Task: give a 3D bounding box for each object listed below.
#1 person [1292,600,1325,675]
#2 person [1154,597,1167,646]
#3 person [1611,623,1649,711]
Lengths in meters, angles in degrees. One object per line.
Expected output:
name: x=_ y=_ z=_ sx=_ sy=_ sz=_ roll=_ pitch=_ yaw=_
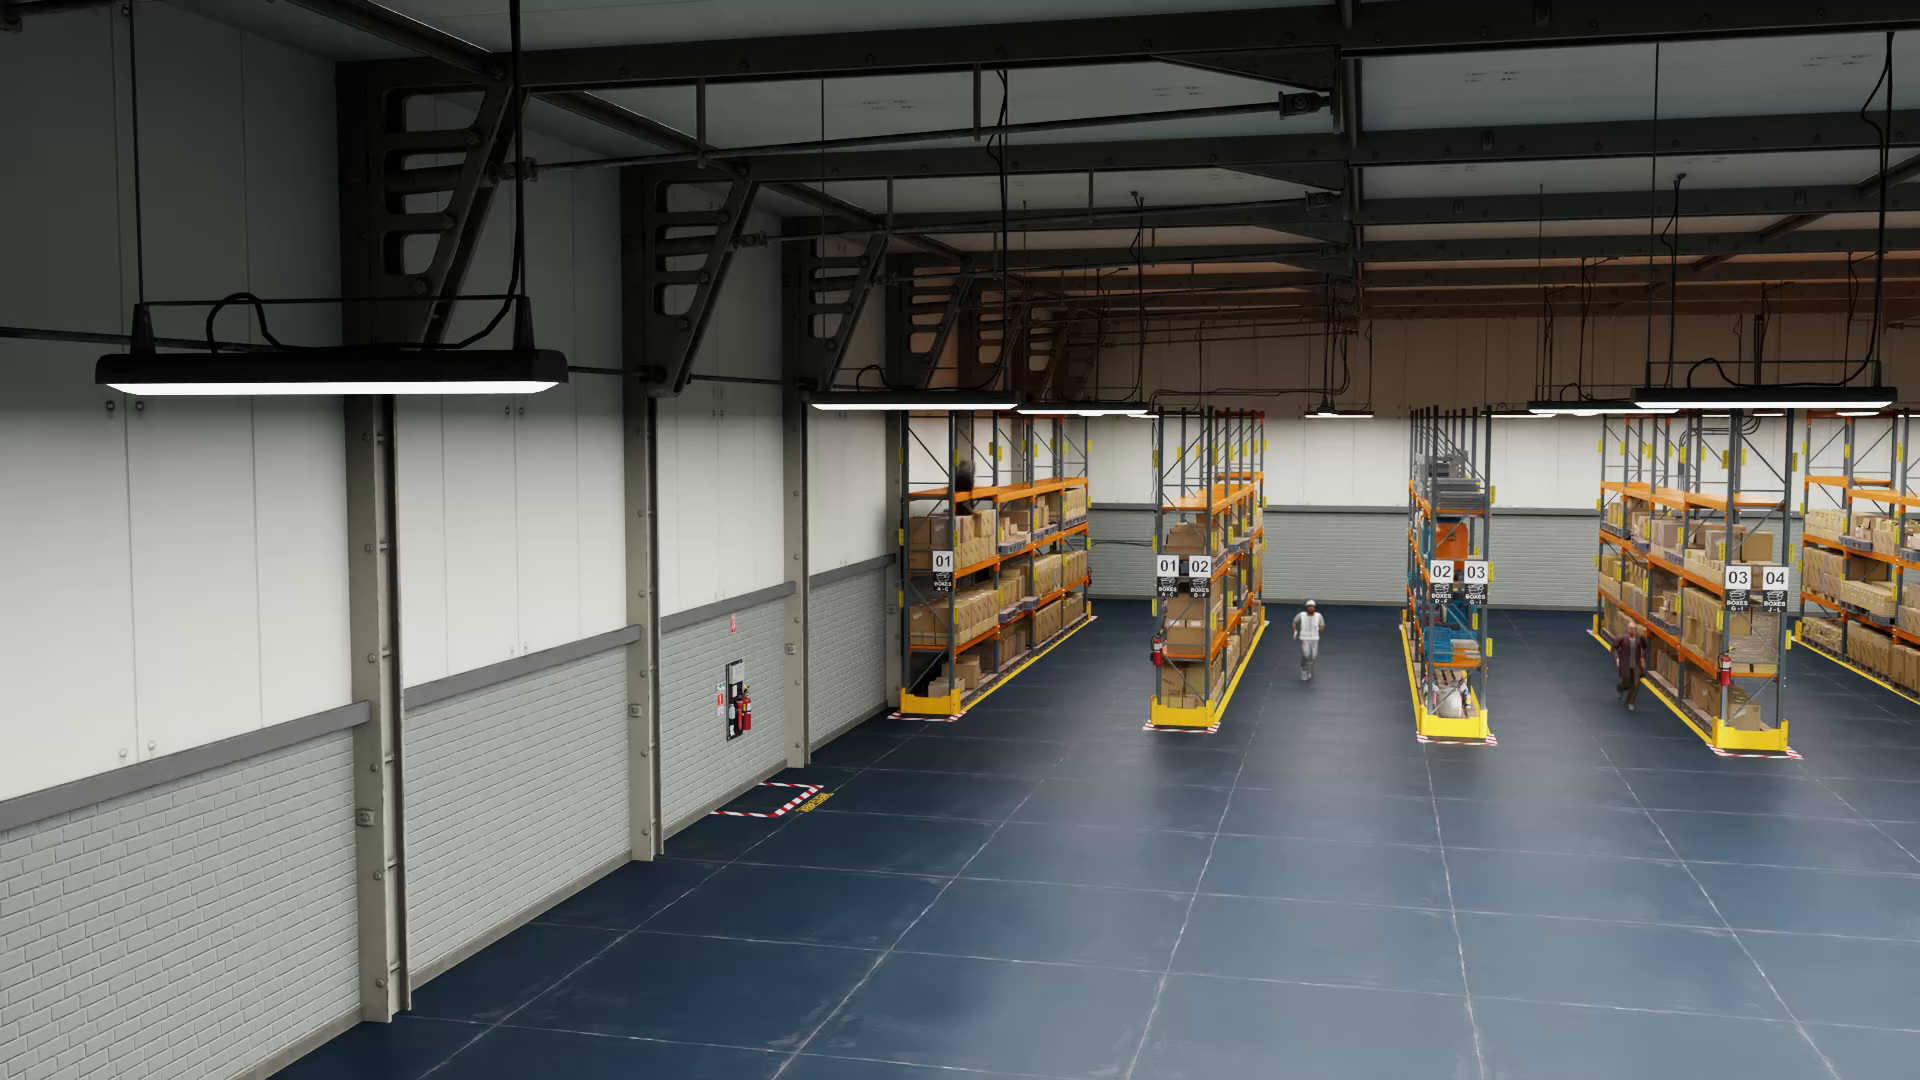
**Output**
person: x=7.677 y=2.157 z=36.496 sx=0.646 sy=1.673 sz=0.695 roll=0 pitch=4 yaw=-3
person: x=5.140 y=2.003 z=41.798 sx=0.531 sy=1.379 sz=1.050 roll=2 pitch=5 yaw=29
person: x=13.361 y=2.498 z=33.147 sx=0.726 sy=1.734 sz=0.650 roll=0 pitch=4 yaw=2
